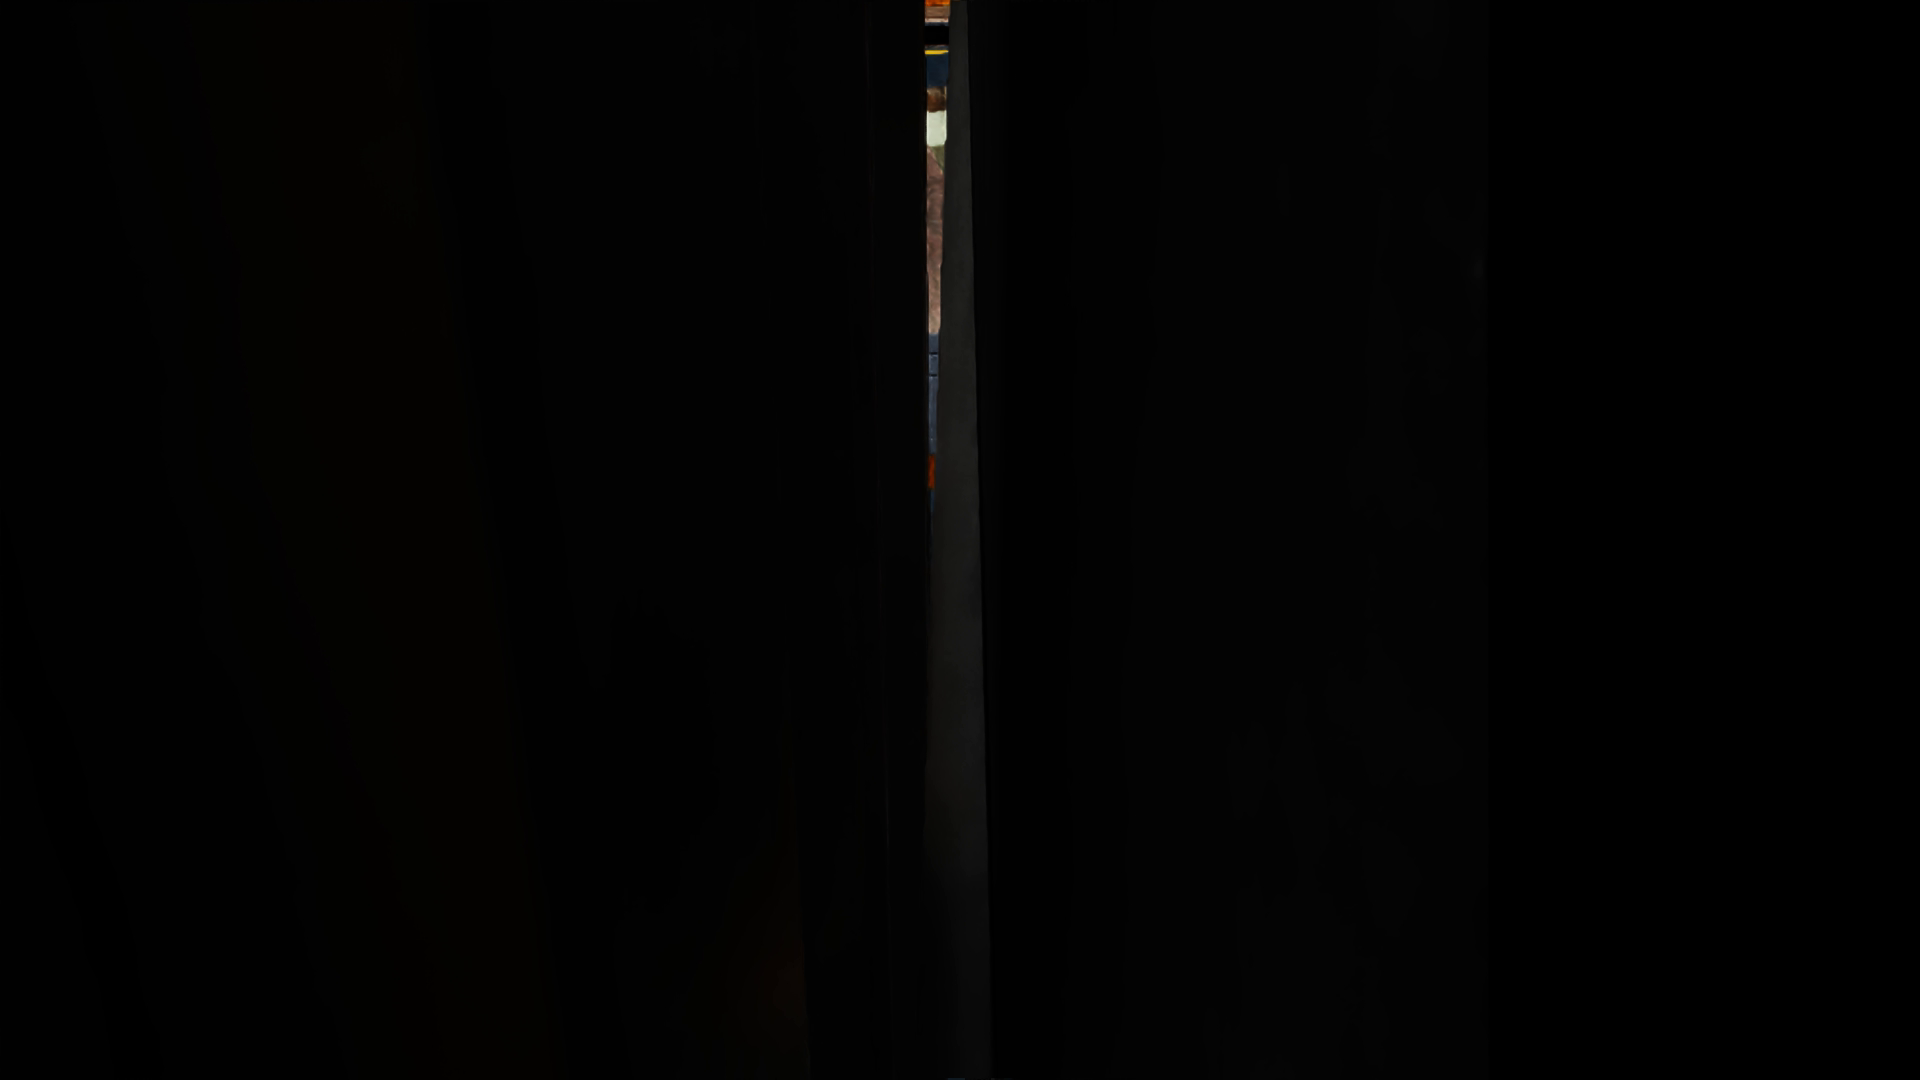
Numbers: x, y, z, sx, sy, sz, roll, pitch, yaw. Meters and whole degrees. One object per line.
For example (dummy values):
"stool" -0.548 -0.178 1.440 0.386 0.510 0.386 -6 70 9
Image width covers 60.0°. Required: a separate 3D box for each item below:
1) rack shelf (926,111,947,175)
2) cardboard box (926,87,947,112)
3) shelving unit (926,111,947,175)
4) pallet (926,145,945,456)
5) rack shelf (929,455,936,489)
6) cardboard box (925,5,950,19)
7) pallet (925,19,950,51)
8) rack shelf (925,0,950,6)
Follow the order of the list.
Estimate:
"rack shelf" 0.007 -1.015 4.730 0.720 0.370 0.431 -4 27 -7
"cardboard box" -0.021 -1.937 8.157 0.625 0.372 0.950 -5 28 -11
"shelving unit" 0.007 -0.668 4.908 0.755 1.500 0.431 -4 27 -7
"pallet" -0.483 -0.477 3.105 1.003 0.211 1.213 -4 27 -7
"rack shelf" -1.773 -0.209 3.160 4.000 0.370 1.077 -4 27 -7
"cardboard box" -0.012 -4.340 12.564 0.625 0.625 0.875 -3 27 -5
"pallet" -0.457 -3.925 12.669 1.213 0.211 1.003 -4 27 -7
"rack shelf" 1.398 -2.695 8.004 4.000 0.370 1.077 -4 27 -7
